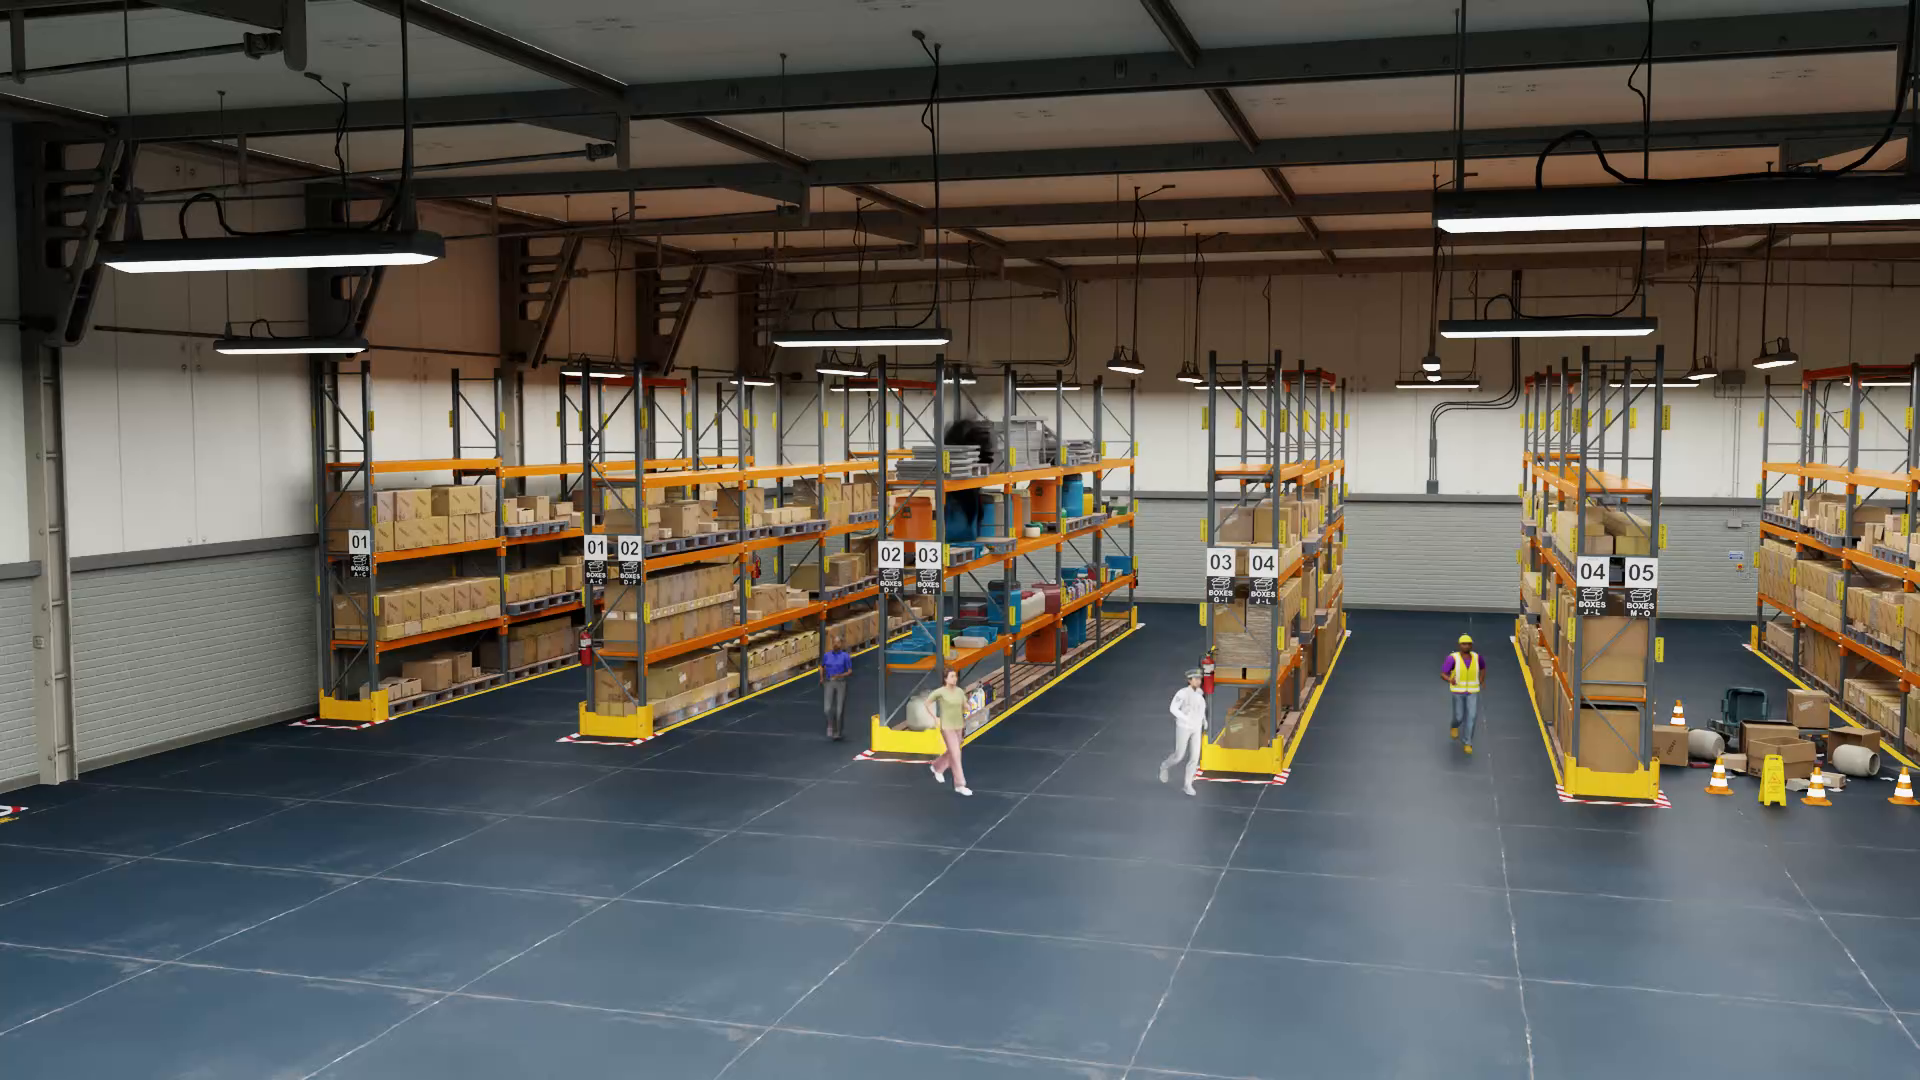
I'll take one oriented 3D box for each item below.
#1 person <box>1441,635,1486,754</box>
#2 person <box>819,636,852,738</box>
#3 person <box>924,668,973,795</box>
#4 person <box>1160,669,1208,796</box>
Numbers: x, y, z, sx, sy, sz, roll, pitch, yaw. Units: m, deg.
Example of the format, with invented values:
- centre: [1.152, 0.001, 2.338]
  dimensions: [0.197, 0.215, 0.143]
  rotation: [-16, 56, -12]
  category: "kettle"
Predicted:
- centre: [7.670, 2.314, 25.265]
  dimensions: [0.699, 1.752, 0.923]
  rotation: [0, 4, 5]
  category: "person"
- centre: [-1.971, 2.319, 26.120]
  dimensions: [0.553, 1.613, 0.578]
  rotation: [0, 4, 5]
  category: "person"
- centre: [-0.124, 2.543, 22.419]
  dimensions: [0.575, 1.653, 0.969]
  rotation: [-3, 5, -40]
  category: "person"
- centre: [3.106, 2.566, 22.573]
  dimensions: [0.651, 1.670, 0.768]
  rotation: [-2, 5, -29]
  category: "person"
